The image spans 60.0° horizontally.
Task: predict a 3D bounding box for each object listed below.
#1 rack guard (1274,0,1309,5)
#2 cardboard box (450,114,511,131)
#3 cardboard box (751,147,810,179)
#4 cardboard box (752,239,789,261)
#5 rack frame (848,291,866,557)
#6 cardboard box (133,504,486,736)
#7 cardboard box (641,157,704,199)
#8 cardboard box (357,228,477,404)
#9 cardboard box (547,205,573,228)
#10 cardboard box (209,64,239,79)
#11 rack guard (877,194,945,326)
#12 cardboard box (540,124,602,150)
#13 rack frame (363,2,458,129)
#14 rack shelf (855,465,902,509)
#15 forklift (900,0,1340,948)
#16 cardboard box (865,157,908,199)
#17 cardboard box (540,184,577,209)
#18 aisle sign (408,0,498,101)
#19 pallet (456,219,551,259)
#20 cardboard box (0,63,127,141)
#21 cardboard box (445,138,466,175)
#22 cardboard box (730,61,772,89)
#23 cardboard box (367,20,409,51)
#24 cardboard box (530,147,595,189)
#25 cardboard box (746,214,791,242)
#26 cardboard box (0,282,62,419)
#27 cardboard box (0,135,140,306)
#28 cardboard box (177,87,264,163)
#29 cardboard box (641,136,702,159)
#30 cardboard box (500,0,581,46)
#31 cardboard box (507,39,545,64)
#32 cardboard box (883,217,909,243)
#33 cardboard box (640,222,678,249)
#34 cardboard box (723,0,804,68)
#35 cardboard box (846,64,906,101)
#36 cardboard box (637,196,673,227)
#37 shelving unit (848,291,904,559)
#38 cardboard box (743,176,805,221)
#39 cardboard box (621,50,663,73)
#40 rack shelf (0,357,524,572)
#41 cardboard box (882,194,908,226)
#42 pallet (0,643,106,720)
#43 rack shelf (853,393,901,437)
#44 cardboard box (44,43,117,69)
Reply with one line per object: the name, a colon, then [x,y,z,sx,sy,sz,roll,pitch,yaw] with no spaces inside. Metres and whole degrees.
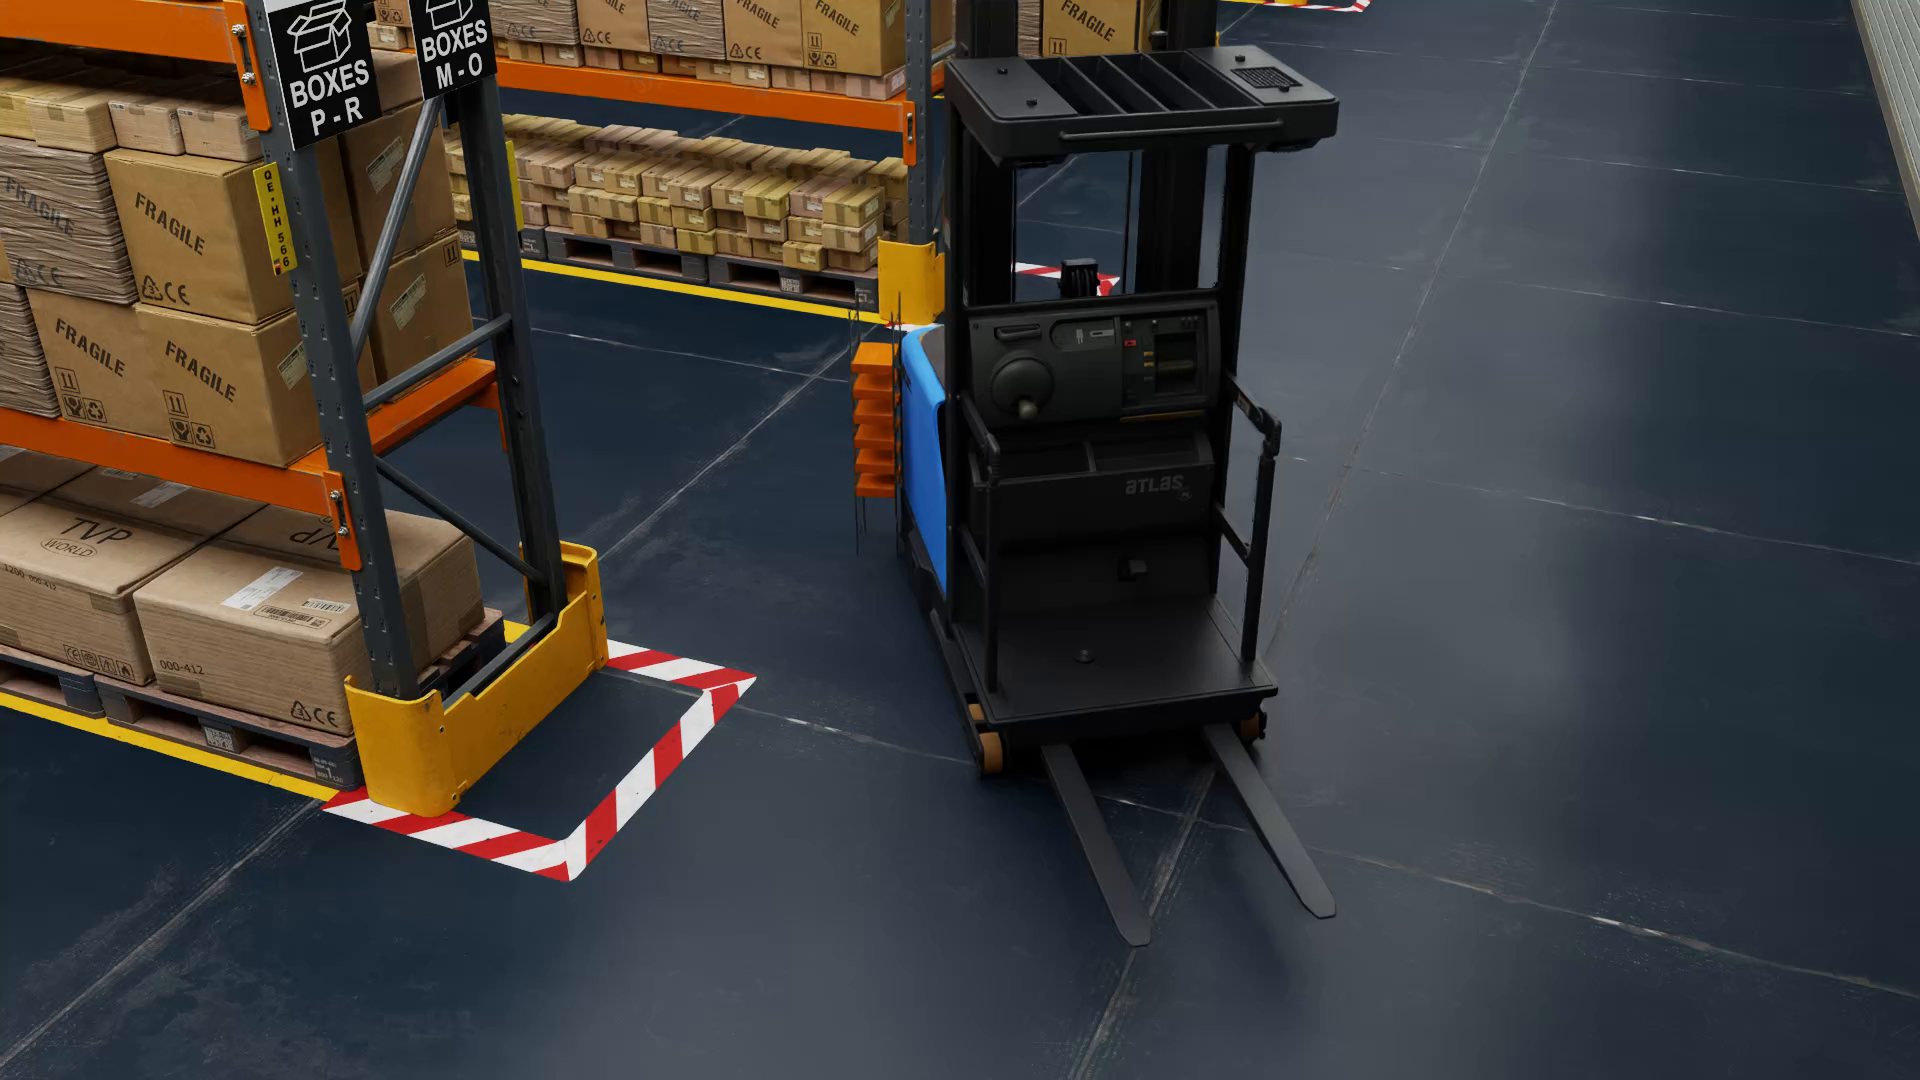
rack guard: [3.784,-6.289,18.369,0.348,0.500,1.175,11,31,19]
cardboard box: [-3.343,-2.868,11.642,0.250,0.149,0.380,12,32,21]
cardboard box: [-1.169,-2.437,10.878,0.250,0.149,0.380,10,31,17]
cardboard box: [-1.119,-1.908,10.548,0.250,0.149,0.380,11,31,19]
rack frame: [-0.457,-0.502,7.418,0.006,1.200,0.240,3,30,5]
cardboard box: [-2.481,0.257,6.424,0.875,0.438,0.875,10,31,17]
cardboard box: [-1.838,-2.321,10.674,0.250,0.149,0.380,10,31,17]
cardboard box: [-2.168,-0.862,6.125,0.500,0.500,0.500,11,31,19]
cardboard box: [-2.541,-2.213,11.087,0.250,0.149,0.380,10,31,17]
cardboard box: [-2.326,-1.568,5.699,0.250,0.149,0.380,12,32,20]
rack guard: [-0.135,-1.801,10.427,0.348,0.500,1.175,11,31,19]
cardboard box: [-2.647,-2.713,11.367,0.250,0.149,0.380,12,32,21]
rack frame: [-3.771,-3.615,11.097,0.127,3.000,1.000,11,31,19]
rack shelf: [-0.366,-0.249,7.550,0.180,0.103,0.258,3,30,5]
forklift: [0.539,-0.599,5.831,1.130,2.935,3.031,-6,30,-10]
cardboard box: [-0.422,-2.327,10.685,0.250,0.149,0.380,10,31,17]
cardboard box: [-2.553,-2.326,10.984,0.250,0.149,0.380,13,32,21]
aisle sign: [-1.656,-1.850,5.332,0.004,0.787,0.394,11,31,19]
pallet: [-3.135,-2.293,11.592,1.213,0.211,1.003,11,31,19]
cardboard box: [-2.973,-1.446,5.483,0.250,0.149,0.380,12,32,20]
cardboard box: [-3.296,-2.579,11.131,0.250,0.149,0.380,13,32,22]
cardboard box: [-1.172,-2.836,9.974,0.250,0.149,0.380,12,32,20]
cardboard box: [-3.631,-3.304,10.802,0.250,0.149,0.380,12,32,21]
cardboard box: [-2.588,-2.433,10.871,0.250,0.149,0.380,12,32,20]
cardboard box: [-1.143,-2.009,10.424,0.250,0.149,0.380,10,31,17]
cardboard box: [-3.318,-0.801,6.018,0.500,0.500,0.500,12,32,21]
cardboard box: [-2.863,-1.142,5.604,0.500,0.500,0.500,11,31,19]
cardboard box: [-2.240,-1.335,5.287,0.250,0.149,0.380,12,32,20]
cardboard box: [-1.918,-2.565,11.105,0.250,0.149,0.380,11,31,19]
cardboard box: [-2.492,-3.383,10.283,0.500,0.500,0.500,11,31,18]
cardboard box: [-2.638,-3.135,10.503,0.250,0.149,0.380,12,32,20]
cardboard box: [-0.429,-2.059,10.815,0.250,0.149,0.380,12,32,20]
cardboard box: [-1.859,-2.026,10.757,0.250,0.149,0.380,12,32,20]
cardboard box: [-1.053,-3.111,9.802,0.500,0.500,0.500,11,31,18]
cardboard box: [-0.473,-2.697,9.728,0.250,0.149,0.380,11,31,19]
cardboard box: [-1.858,-2.155,10.682,0.250,0.149,0.380,13,32,22]
shelving unit: [-0.366,-0.497,7.410,0.189,1.200,0.258,3,30,5]
cardboard box: [-1.149,-2.120,10.319,0.250,0.149,0.380,11,31,18]
cardboard box: [-1.885,-3.017,10.294,0.250,0.149,0.380,12,32,20]
rack shelf: [-3.685,-0.656,6.593,4.000,0.370,1.077,11,31,19]
cardboard box: [-0.453,-2.160,10.691,0.250,0.149,0.380,13,32,21]
pallet: [-3.729,0.276,7.047,1.213,0.211,1.003,11,31,19]
rack shelf: [-0.366,-0.563,7.373,0.180,0.103,0.258,3,30,5]
cardboard box: [-3.038,-1.733,5.991,0.250,0.149,0.380,12,31,20]
